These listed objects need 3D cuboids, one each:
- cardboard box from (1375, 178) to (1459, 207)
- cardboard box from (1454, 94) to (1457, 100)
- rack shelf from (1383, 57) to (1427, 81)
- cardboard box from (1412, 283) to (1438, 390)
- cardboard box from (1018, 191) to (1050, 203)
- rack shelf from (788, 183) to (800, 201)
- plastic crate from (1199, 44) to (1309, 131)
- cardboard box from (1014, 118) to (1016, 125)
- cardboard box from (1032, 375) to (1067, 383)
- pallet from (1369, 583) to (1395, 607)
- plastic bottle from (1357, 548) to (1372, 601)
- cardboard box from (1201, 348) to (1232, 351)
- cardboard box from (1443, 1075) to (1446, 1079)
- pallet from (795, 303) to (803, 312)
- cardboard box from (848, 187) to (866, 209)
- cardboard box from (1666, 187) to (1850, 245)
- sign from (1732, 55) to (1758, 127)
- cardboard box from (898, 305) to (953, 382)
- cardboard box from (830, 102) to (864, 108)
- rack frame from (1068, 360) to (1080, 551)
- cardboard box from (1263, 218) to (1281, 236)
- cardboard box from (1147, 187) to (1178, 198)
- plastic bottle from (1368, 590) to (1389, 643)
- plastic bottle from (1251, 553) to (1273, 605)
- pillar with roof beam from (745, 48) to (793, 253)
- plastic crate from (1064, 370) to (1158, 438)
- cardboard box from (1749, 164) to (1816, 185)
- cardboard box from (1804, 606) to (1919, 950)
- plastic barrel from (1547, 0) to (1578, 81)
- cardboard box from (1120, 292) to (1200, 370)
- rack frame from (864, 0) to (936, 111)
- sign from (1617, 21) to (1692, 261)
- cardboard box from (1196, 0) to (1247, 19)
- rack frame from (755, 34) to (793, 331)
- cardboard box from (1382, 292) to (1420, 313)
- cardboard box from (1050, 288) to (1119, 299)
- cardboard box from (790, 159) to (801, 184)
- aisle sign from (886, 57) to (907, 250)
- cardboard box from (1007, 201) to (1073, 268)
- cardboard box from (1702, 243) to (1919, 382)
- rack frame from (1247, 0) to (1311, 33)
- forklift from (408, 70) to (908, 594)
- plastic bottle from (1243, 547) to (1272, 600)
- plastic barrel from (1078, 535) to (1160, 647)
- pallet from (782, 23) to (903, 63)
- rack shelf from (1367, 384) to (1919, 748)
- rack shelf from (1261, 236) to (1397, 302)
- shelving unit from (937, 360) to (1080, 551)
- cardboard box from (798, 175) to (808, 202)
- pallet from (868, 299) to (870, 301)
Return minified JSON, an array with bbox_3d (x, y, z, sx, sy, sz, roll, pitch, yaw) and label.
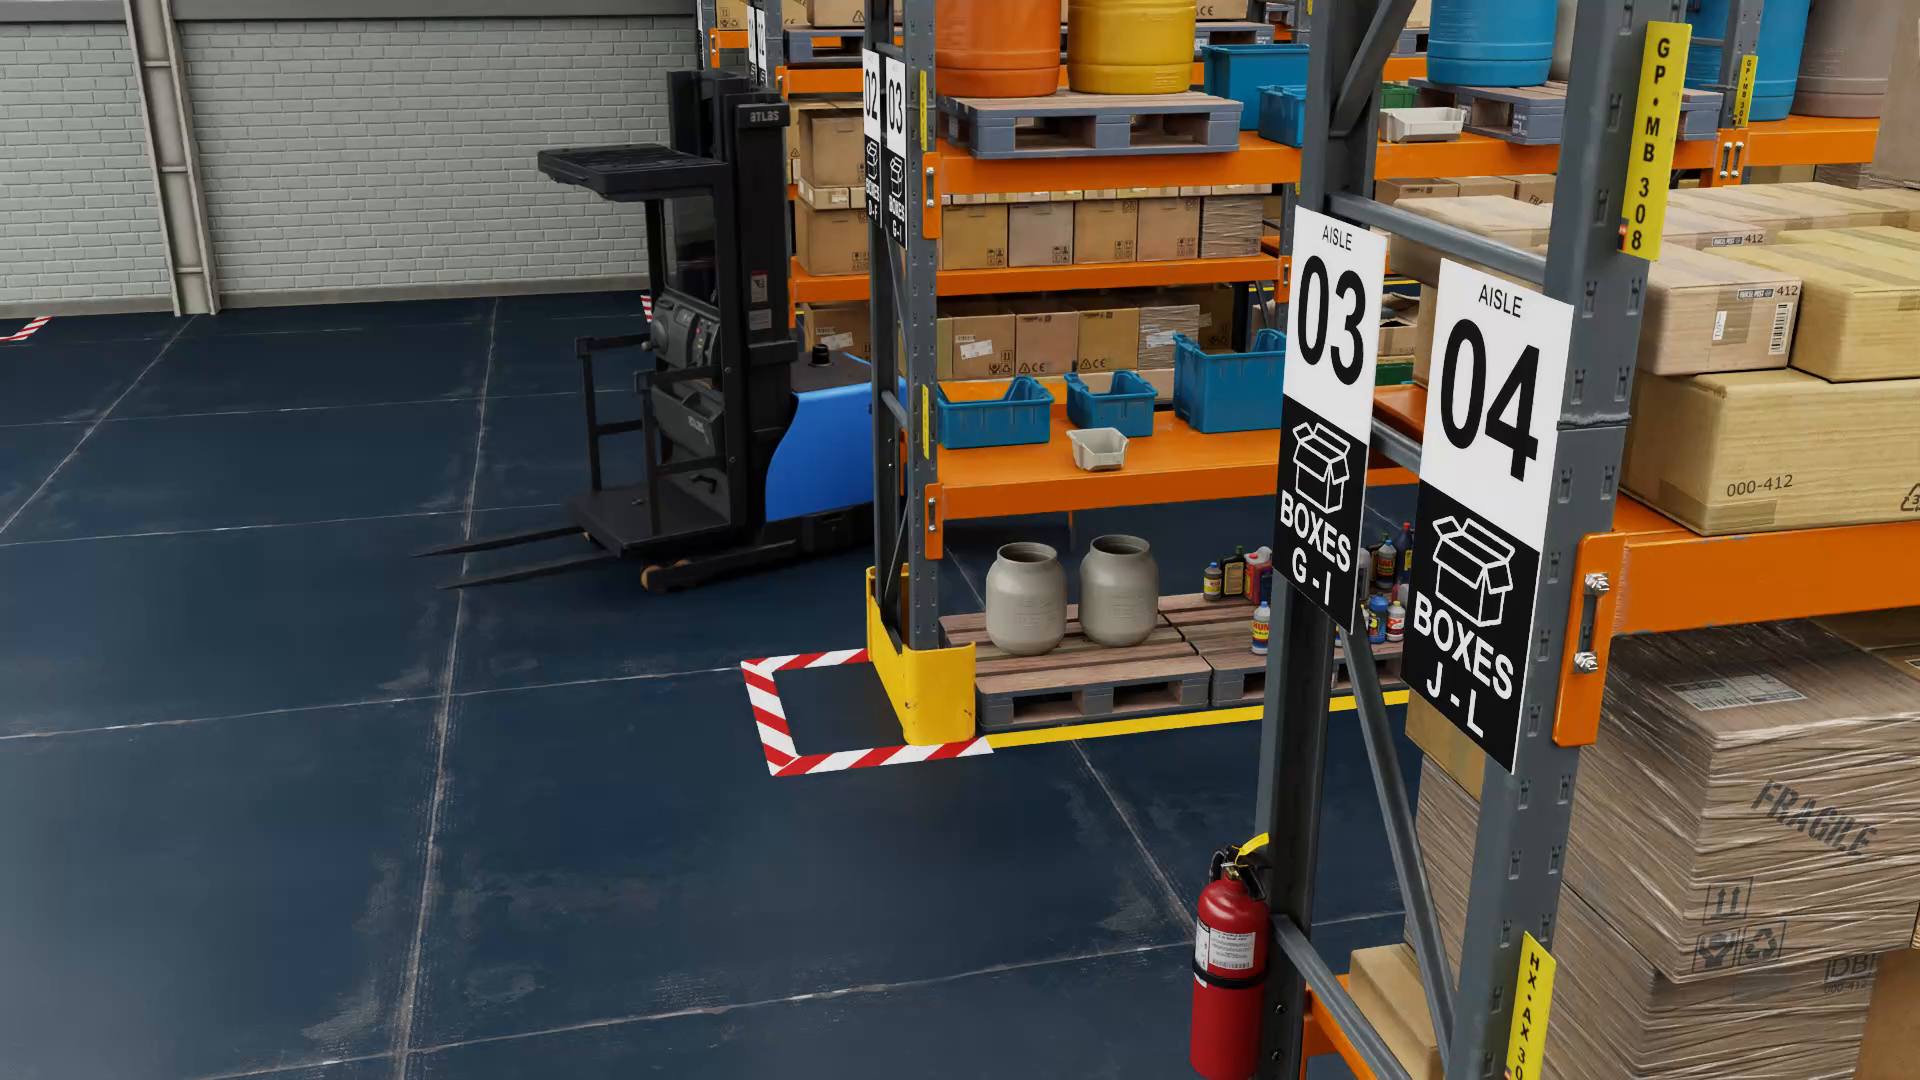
[{"bbox_3d":[3.743,-2.708,13.701,0.500,0.500,0.500,-3,20,-9],"label":"cardboard box"},{"bbox_3d":[5.757,-5.039,18.511,0.500,0.250,0.500,-4,21,-11],"label":"cardboard box"},{"bbox_3d":[4.425,-3.793,13.493,4.000,0.370,1.077,-5,21,-12],"label":"rack shelf"},{"bbox_3d":[1.273,-0.392,3.382,0.500,0.250,0.500,-4,21,-11],"label":"cardboard box"},{"bbox_3d":[0.514,-2.679,12.680,0.250,0.149,0.380,-4,21,-12],"label":"cardboard box"},{"bbox_3d":[-0.611,-3.726,17.671,4.000,0.370,1.077,-5,21,-12],"label":"rack shelf"},{"bbox_3d":[1.509,-2.242,8.236,0.575,0.384,0.392,-5,21,-12],"label":"plastic crate"},{"bbox_3d":[0.096,-3.024,12.678,0.500,0.500,0.700,-5,21,-12],"label":"cardboard box"},{"bbox_3d":[0.620,-1.240,13.225,0.500,0.250,0.500,-5,21,-12],"label":"cardboard box"},{"bbox_3d":[2.952,0.443,9.299,1.213,0.211,1.003,-5,21,-12],"label":"pallet"},{"bbox_3d":[2.195,0.188,9.261,0.135,0.276,0.152,-5,21,-12],"label":"plastic bottle"},{"bbox_3d":[1.958,-1.535,14.031,0.500,0.250,0.500,-5,21,-12],"label":"cardboard box"},{"bbox_3d":[1.194,1.244,3.423,0.250,0.149,0.380,-5,21,-12],"label":"cardboard box"},{"bbox_3d":[-1.684,-2.654,17.754,1.213,0.211,1.003,-5,21,-12],"label":"pallet"},{"bbox_3d":[-0.726,-2.580,12.408,0.250,0.149,0.380,-5,21,-14],"label":"cardboard box"},{"bbox_3d":[1.582,-0.623,3.431,0.250,0.149,0.380,-6,21,-15],"label":"cardboard box"},{"bbox_3d":[3.731,-2.133,7.904,0.005,0.325,0.100,-5,21,-12],"label":"sign"},{"bbox_3d":[-0.354,-1.514,12.883,0.500,0.500,0.500,-5,21,-12],"label":"cardboard box"},{"bbox_3d":[-1.036,-4.208,17.040,0.500,0.500,0.500,-5,21,-14],"label":"cardboard box"},{"bbox_3d":[0.730,-0.541,10.656,0.032,1.125,0.500,1,20,1],"label":"rack frame"},{"bbox_3d":[3.534,-3.446,18.856,0.500,0.500,0.700,-5,21,-13],"label":"cardboard box"},{"bbox_3d":[1.513,-2.761,12.902,0.250,0.149,0.380,-5,21,-13],"label":"cardboard box"},{"bbox_3d":[2.187,0.395,8.702,0.097,0.271,0.097,0,20,0],"label":"plastic bottle"},{"bbox_3d":[1.686,0.212,9.183,0.133,0.283,0.061,-5,21,-12],"label":"plastic bottle"},{"bbox_3d":[-1.084,-5.626,13.091,0.400,9.000,9.100,-5,21,-12],"label":"pillar with roof beam"},{"bbox_3d":[0.774,-0.709,8.604,0.408,0.251,0.499,-5,21,-12],"label":"plastic crate"},{"bbox_3d":[6.959,-3.212,14.467,0.500,0.500,0.700,-12,24,-31],"label":"cardboard box"},{"bbox_3d":[1.948,0.423,3.267,0.500,0.500,0.500,-5,21,-12],"label":"cardboard box"},{"bbox_3d":[3.151,-2.596,8.405,0.421,0.512,0.421,0,20,0],"label":"plastic barrel"},{"bbox_3d":[1.589,-1.677,13.328,0.500,0.500,0.500,-5,21,-12],"label":"cardboard box"},{"bbox_3d":[-0.277,-3.406,7.030,0.127,3.000,1.000,-5,21,-12],"label":"rack frame"},{"bbox_3d":[0.987,-0.568,2.374,0.005,0.325,0.100,-5,21,-12],"label":"sign"},{"bbox_3d":[1.928,-4.331,12.956,0.500,0.500,0.500,-3,20,-8],"label":"cardboard box"},{"bbox_3d":[-1.414,-2.247,12.589,0.127,3.000,1.000,-5,21,-12],"label":"rack frame"},{"bbox_3d":[3.798,-1.943,14.331,0.500,0.311,0.500,-5,21,-13],"label":"cardboard box"},{"bbox_3d":[0.983,-1.811,13.695,0.500,0.500,0.500,-5,21,-12],"label":"cardboard box"},{"bbox_3d":[-1.507,-3.823,17.078,0.500,0.250,0.500,-5,21,-14],"label":"cardboard box"},{"bbox_3d":[-0.280,-1.706,7.332,0.004,0.787,0.394,-5,21,-12],"label":"aisle sign"},{"bbox_3d":[0.550,-2.451,12.998,0.500,0.500,0.700,-4,21,-11],"label":"cardboard box"},{"bbox_3d":[1.458,-0.389,2.793,0.250,0.149,0.380,-4,21,-11],"label":"cardboard box"},{"bbox_3d":[2.479,-5.381,12.421,0.127,3.000,1.000,-5,21,-12],"label":"rack frame"},{"bbox_3d":[-1.841,-1.263,10.001,3.031,2.935,1.130,-12,23,-30],"label":"forklift"},{"bbox_3d":[1.661,0.180,9.282,0.135,0.276,0.152,-4,21,-12],"label":"plastic bottle"},{"bbox_3d":[0.833,0.265,8.738,0.421,0.512,0.421,0,20,0],"label":"plastic barrel"},{"bbox_3d":[-0.720,-3.662,12.217,1.213,0.211,1.003,-5,21,-12],"label":"pallet"},{"bbox_3d":[2.809,-0.160,3.576,4.000,0.370,1.077,-5,21,-12],"label":"rack shelf"},{"bbox_3d":[4.425,-2.385,14.009,4.000,0.370,1.077,-5,21,-12],"label":"rack shelf"},{"bbox_3d":[0.222,-0.545,10.668,1.048,1.125,0.538,1,20,1],"label":"shelving unit"},{"bbox_3d":[-1.086,-2.693,12.717,0.250,0.149,0.380,-5,21,-13],"label":"cardboard box"},{"bbox_3d":[-0.500,-2.750,18.014,1.213,0.211,1.003,-5,21,-12],"label":"pallet"}]
